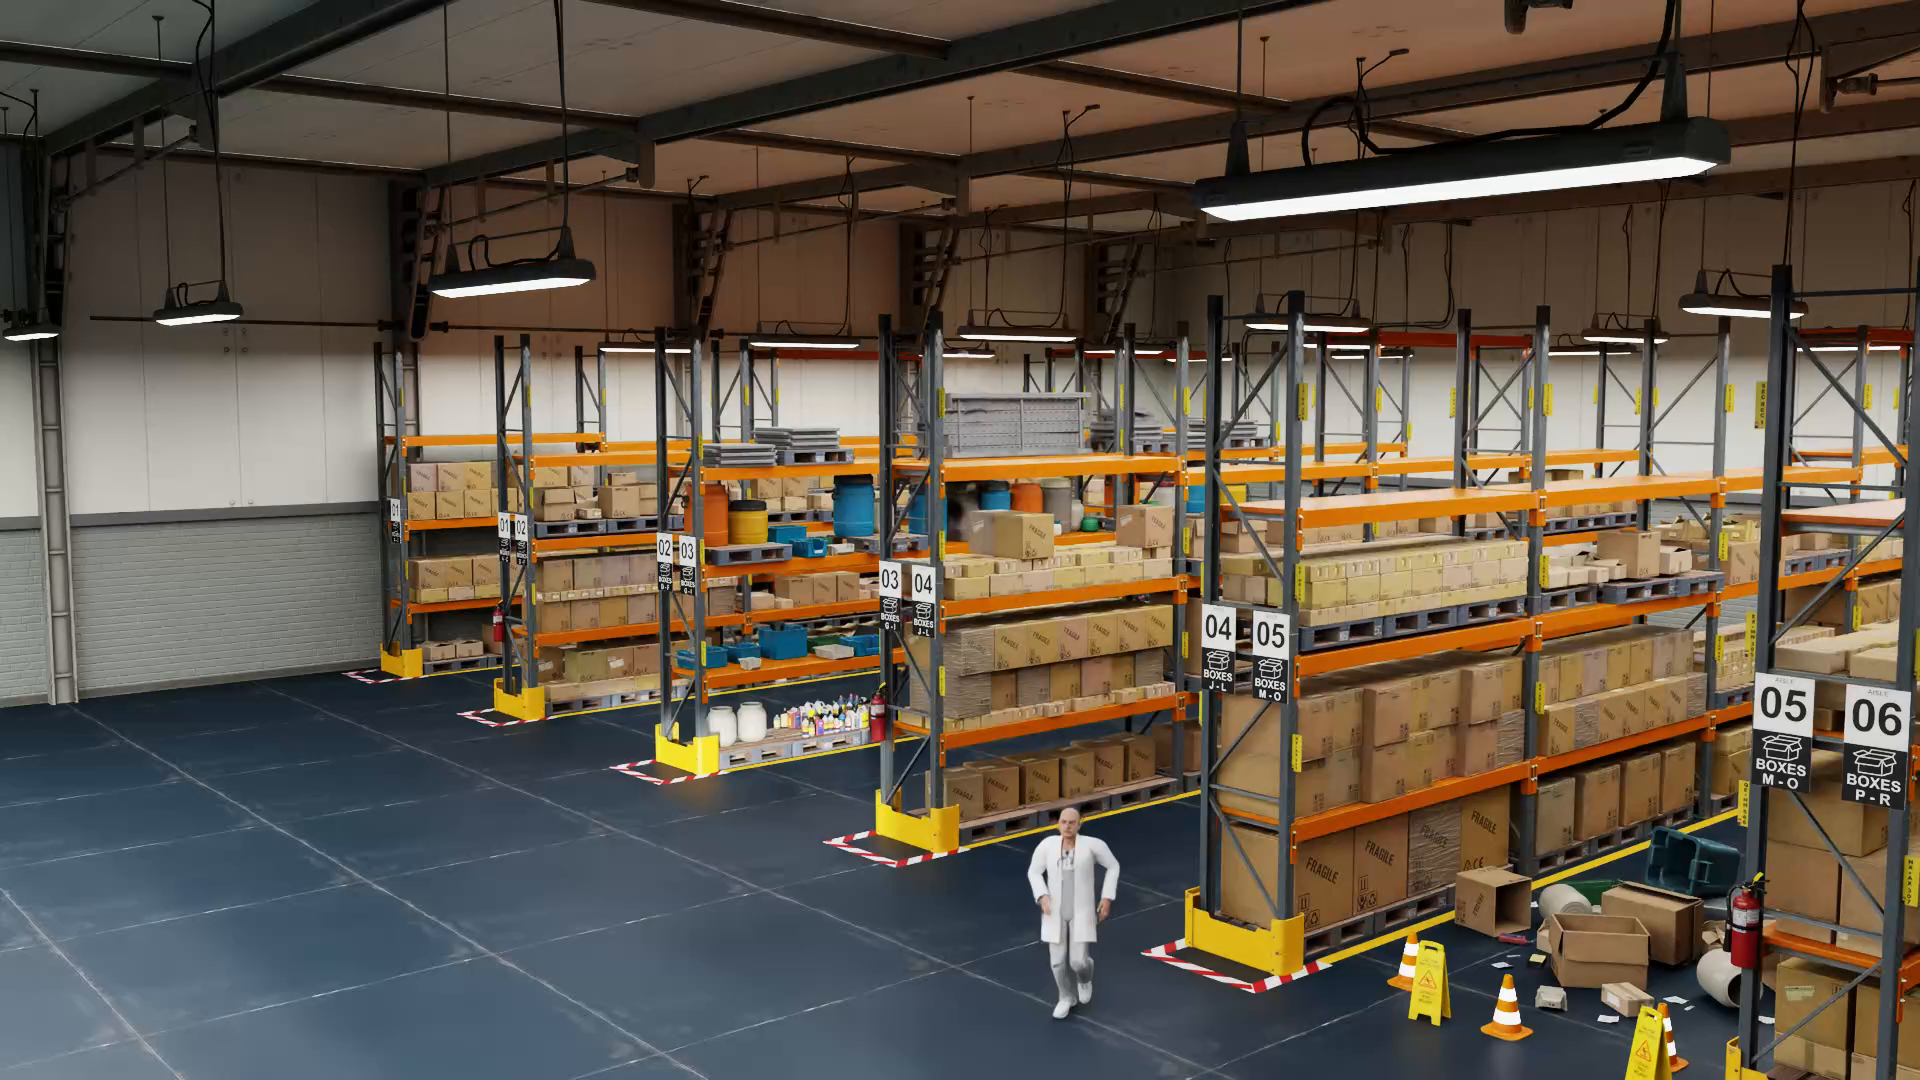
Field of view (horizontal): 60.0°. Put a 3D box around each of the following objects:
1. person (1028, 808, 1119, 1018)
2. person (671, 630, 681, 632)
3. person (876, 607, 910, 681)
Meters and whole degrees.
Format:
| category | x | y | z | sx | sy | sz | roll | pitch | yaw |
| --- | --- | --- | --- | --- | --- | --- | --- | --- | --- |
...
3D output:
| category | x | y | z | sx | sy | sz | roll | pitch | yaw |
| --- | --- | --- | --- | --- | --- | --- | --- | --- | --- |
| person | 0.920 | 3.060 | 13.685 | 0.748 | 1.738 | 0.649 | 1 | 5 | 12 |
| person | -5.211 | 1.494 | 30.526 | 0.637 | 1.839 | 0.753 | 4 | 7 | 38 |
| person | -1.107 | 1.514 | 28.032 | 0.603 | 1.667 | 0.762 | 4 | 7 | 38 |
